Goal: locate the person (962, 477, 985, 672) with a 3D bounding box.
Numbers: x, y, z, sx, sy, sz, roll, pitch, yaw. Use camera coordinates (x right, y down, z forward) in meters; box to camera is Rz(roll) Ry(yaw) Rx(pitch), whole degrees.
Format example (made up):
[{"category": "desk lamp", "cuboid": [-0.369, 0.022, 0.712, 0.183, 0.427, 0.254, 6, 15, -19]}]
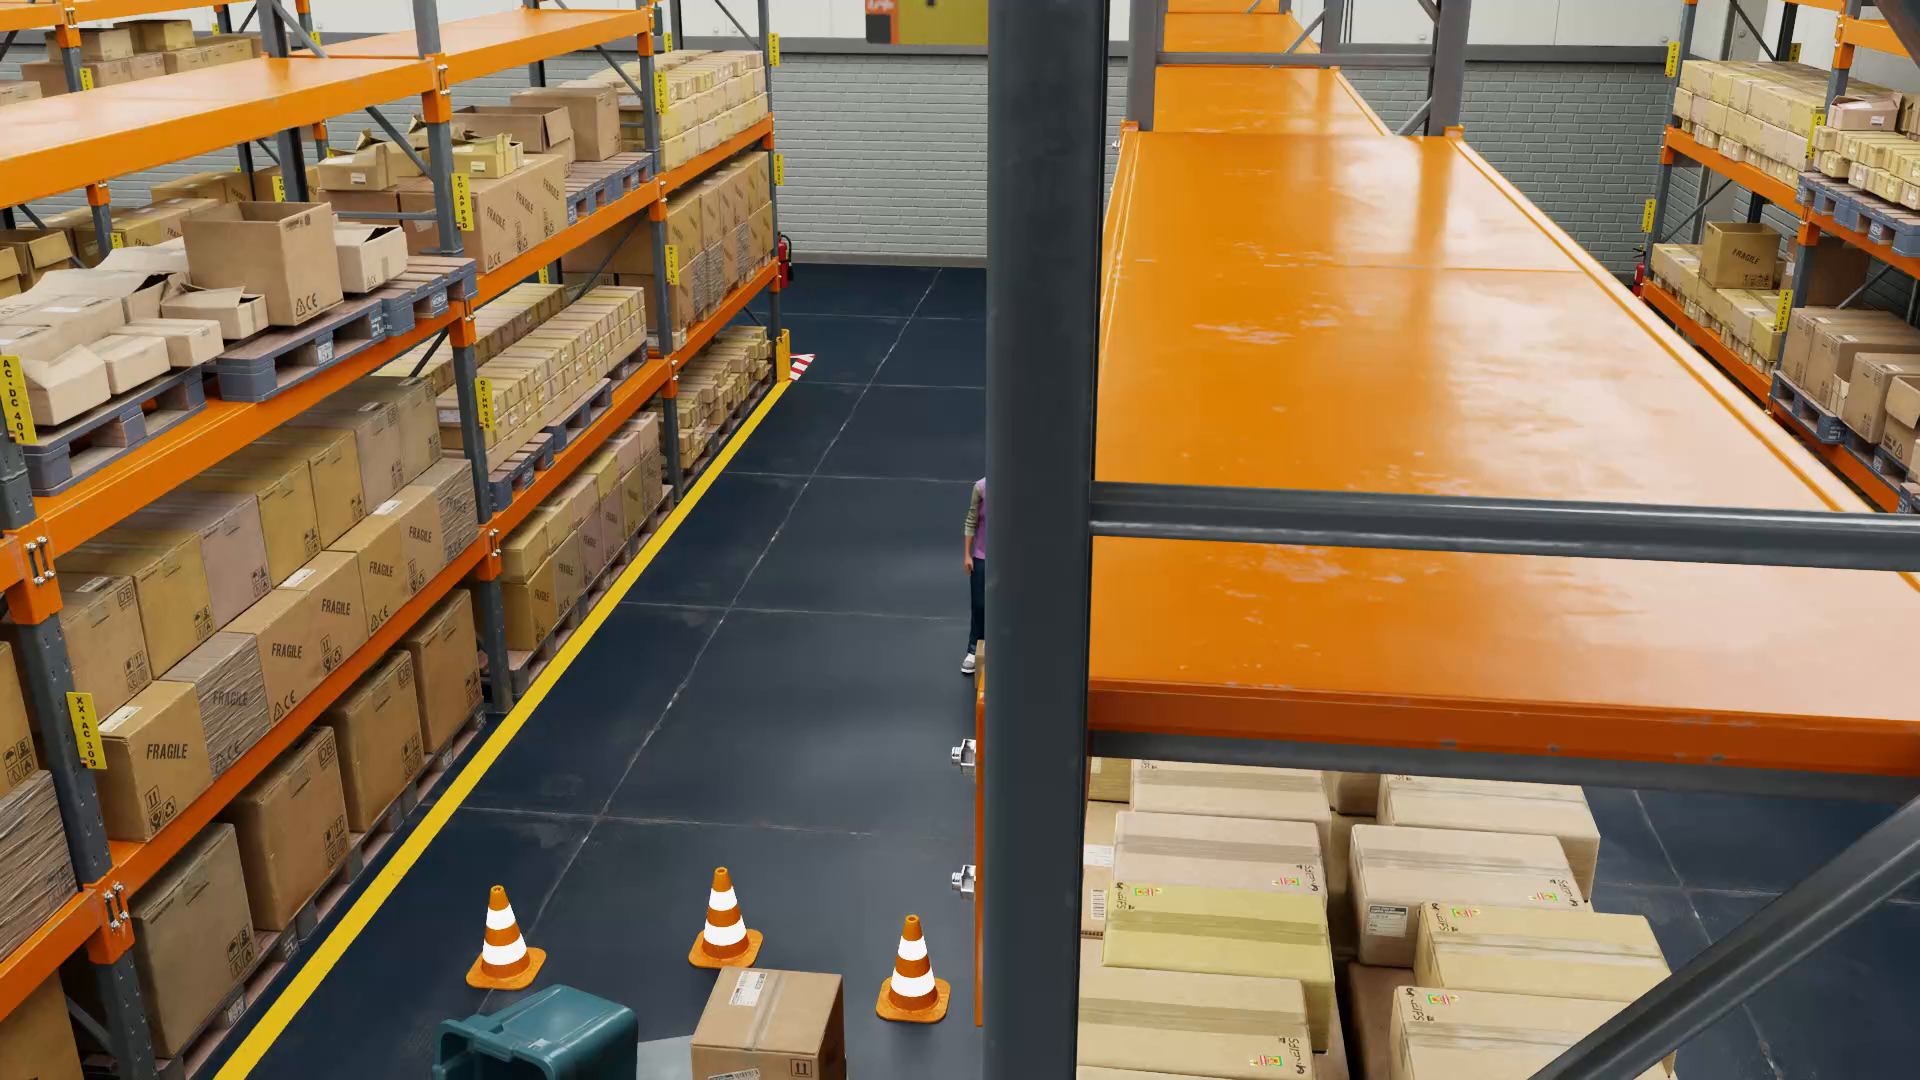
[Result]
[{"category": "person", "cuboid": [0.257, 0.130, 11.147, 0.479, 1.593, 0.345, 2, 22, 5]}]
